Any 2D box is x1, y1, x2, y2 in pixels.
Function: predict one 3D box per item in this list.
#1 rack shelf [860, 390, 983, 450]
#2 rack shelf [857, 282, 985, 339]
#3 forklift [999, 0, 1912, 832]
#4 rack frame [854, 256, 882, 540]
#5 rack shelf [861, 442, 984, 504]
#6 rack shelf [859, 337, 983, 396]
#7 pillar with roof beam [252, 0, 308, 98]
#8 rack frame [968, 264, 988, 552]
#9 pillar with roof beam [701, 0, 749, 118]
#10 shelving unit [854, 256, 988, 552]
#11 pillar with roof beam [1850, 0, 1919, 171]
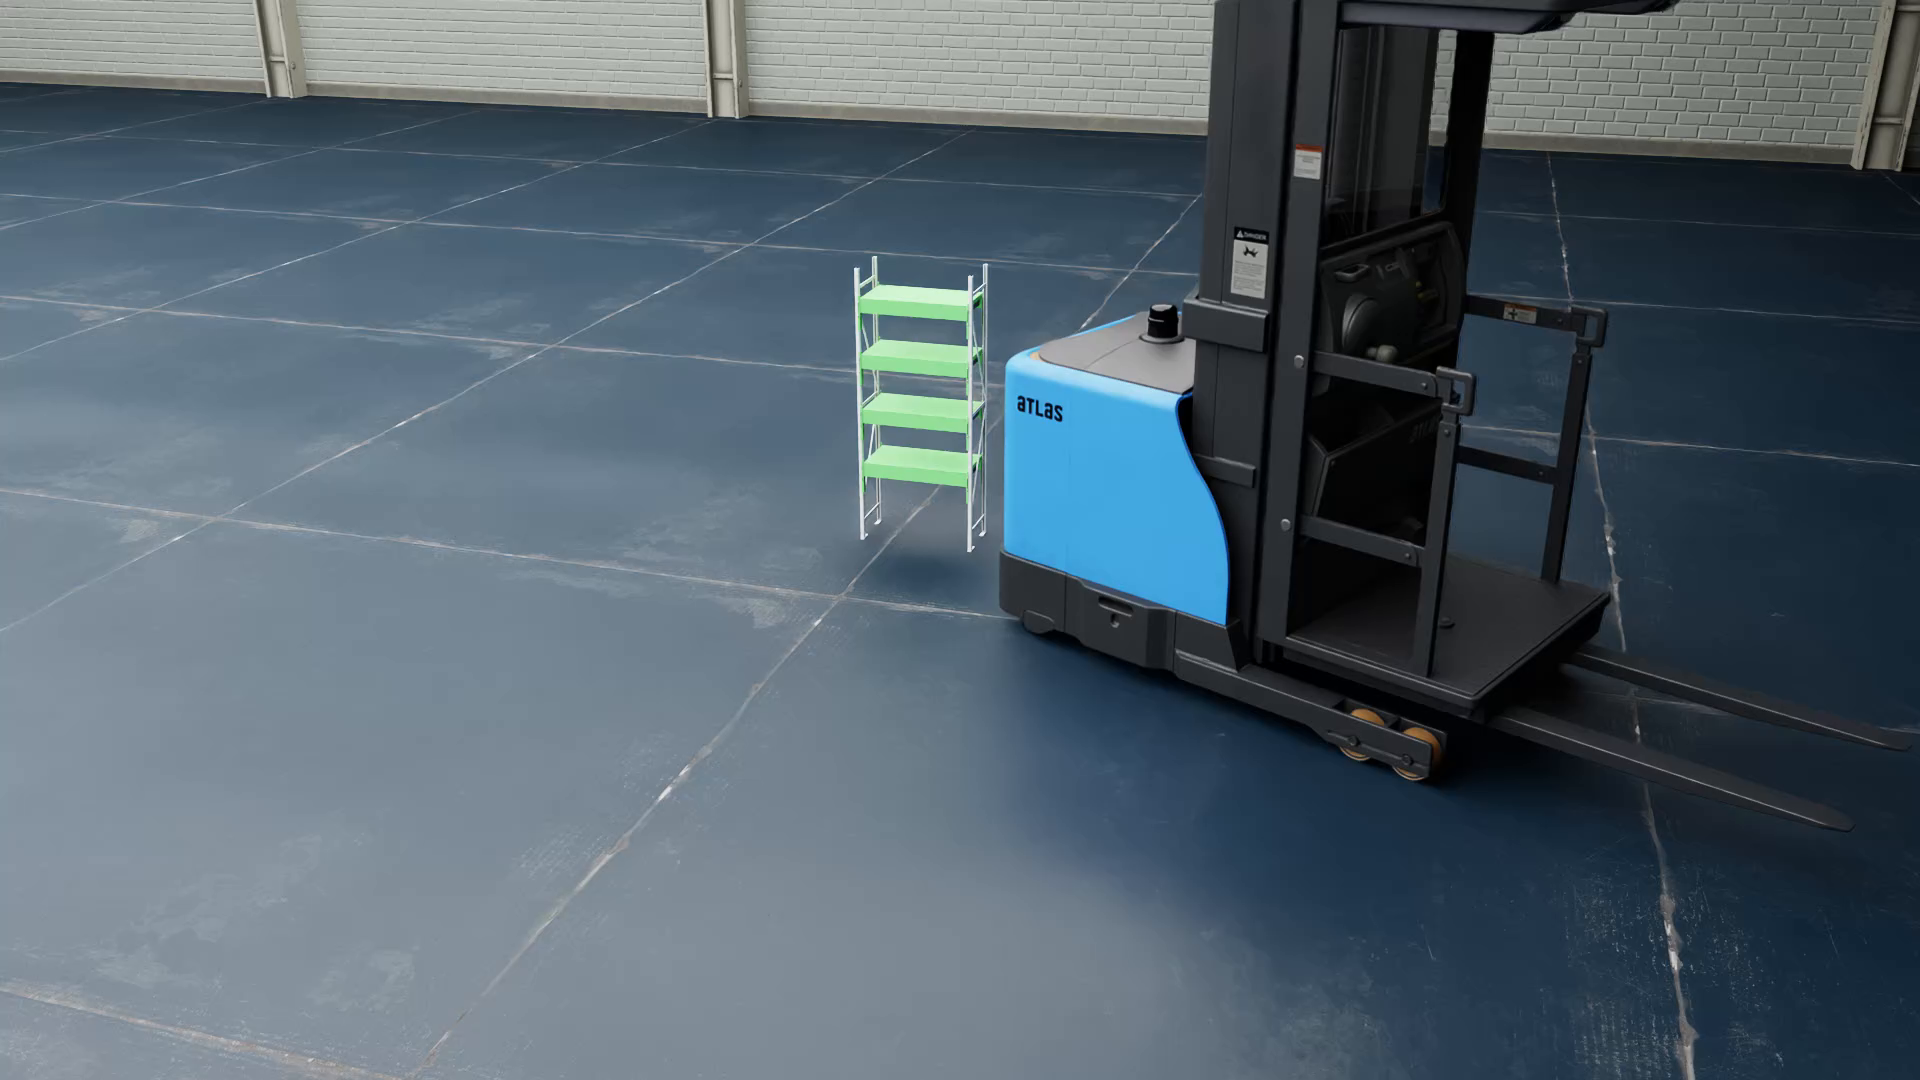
[{"bbox_3d":[-0.158,-0.514,7.111,0.480,0.148,0.258,7,23,16],"label":"rack shelf"},{"bbox_3d":[-0.158,-0.958,6.929,0.480,0.148,0.258,7,23,16],"label":"rack shelf"},{"bbox_3d":[1.591,-0.804,5.368,3.031,2.935,1.130,18,29,38],"label":"forklift"},{"bbox_3d":[-0.392,-0.600,7.152,0.015,1.200,0.240,7,23,16],"label":"rack frame"},{"bbox_3d":[-0.158,-0.292,7.202,0.480,0.148,0.258,7,23,16],"label":"rack shelf"},{"bbox_3d":[-0.158,-0.736,7.020,0.480,0.148,0.258,7,23,16],"label":"rack shelf"},{"bbox_3d":[-9.658,-8.159,15.304,0.400,9.000,9.100,7,23,16],"label":"pillar with roof beam"},{"bbox_3d":[0.075,-0.547,7.021,0.015,1.200,0.240,7,23,16],"label":"rack frame"},{"bbox_3d":[-3.914,-7.502,13.701,0.400,9.000,9.100,7,23,16],"label":"pillar with roof beam"},{"bbox_3d":[-0.158,-0.573,7.087,0.503,1.200,0.258,7,23,16],"label":"shelving unit"},{"bbox_3d":[7.574,-6.186,10.494,0.400,9.000,9.100,7,23,16],"label":"pillar with roof beam"}]
